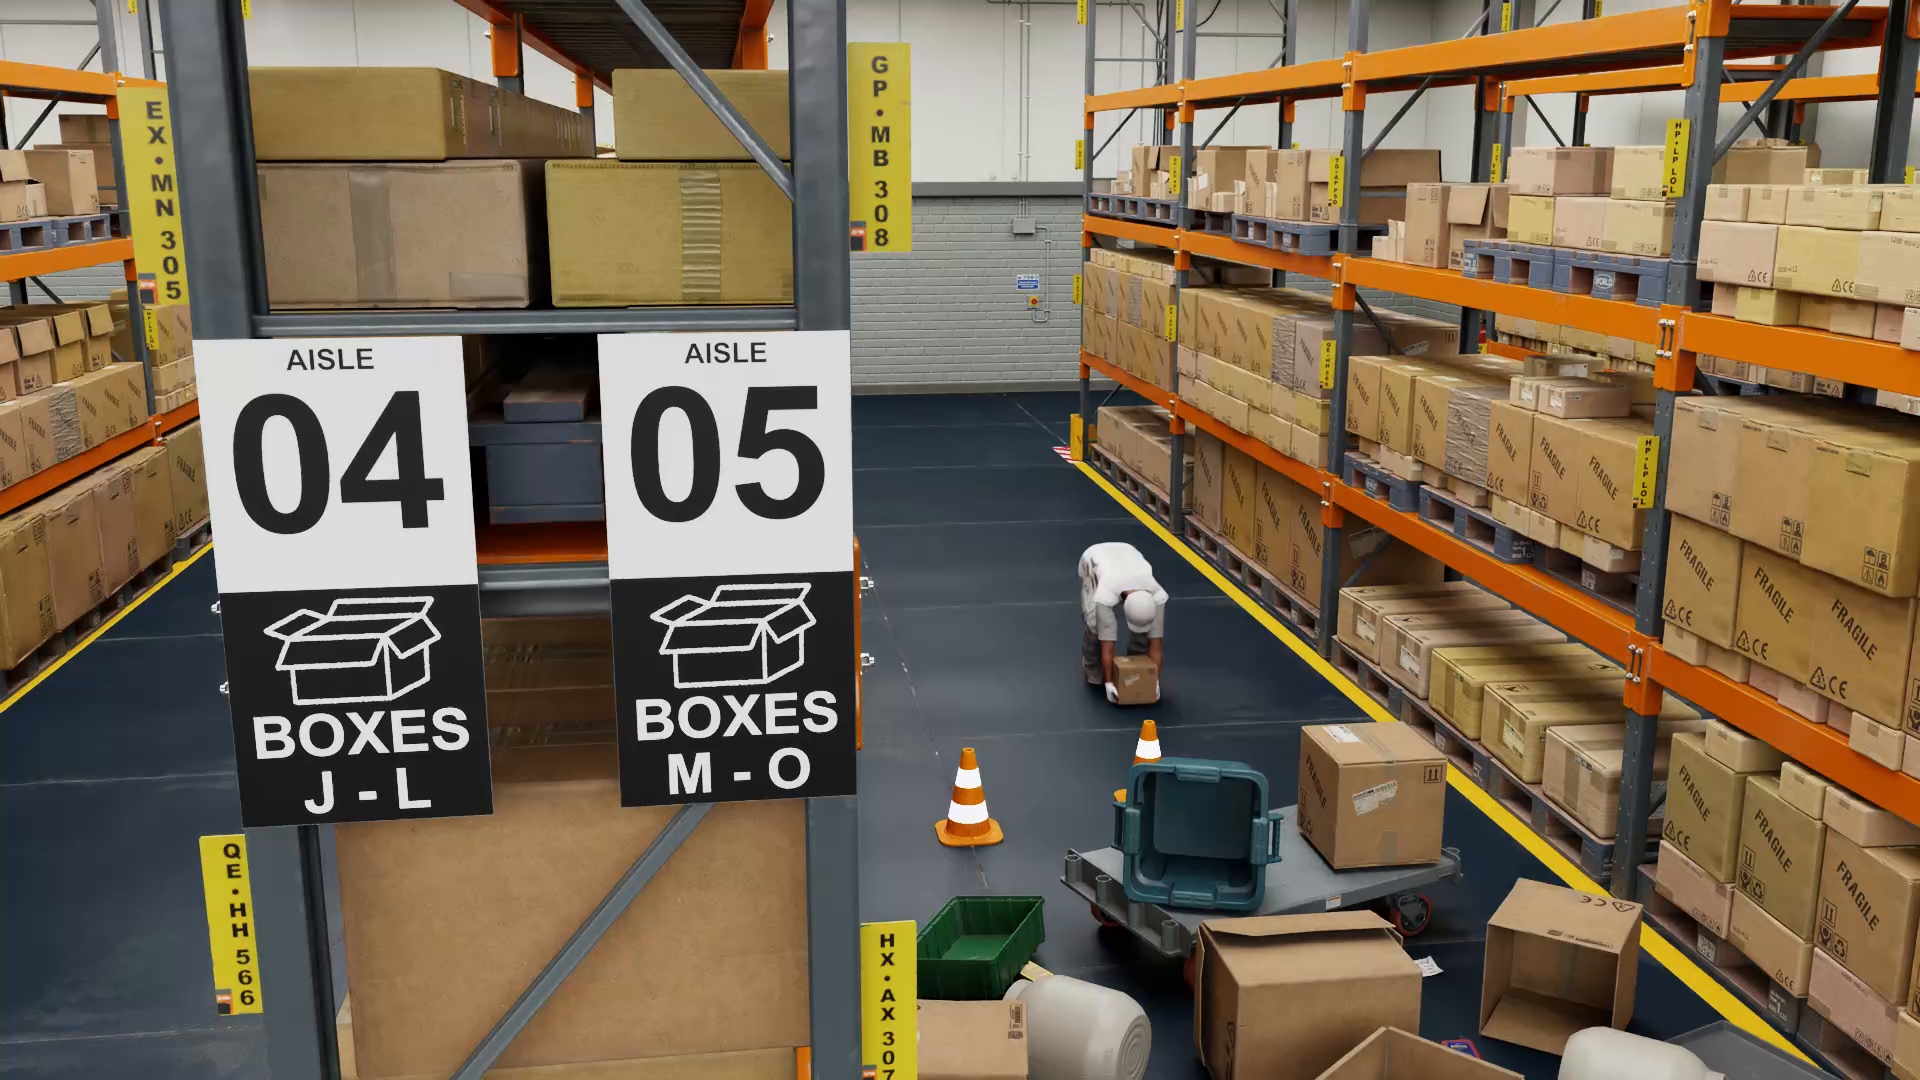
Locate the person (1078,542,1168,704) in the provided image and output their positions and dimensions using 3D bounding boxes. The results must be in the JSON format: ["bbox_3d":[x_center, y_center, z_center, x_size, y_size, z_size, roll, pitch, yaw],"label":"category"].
[{"bbox_3d":[1.085,0.528,11.005,0.525,0.945,0.982,-3,13,-11],"label":"person"}]
